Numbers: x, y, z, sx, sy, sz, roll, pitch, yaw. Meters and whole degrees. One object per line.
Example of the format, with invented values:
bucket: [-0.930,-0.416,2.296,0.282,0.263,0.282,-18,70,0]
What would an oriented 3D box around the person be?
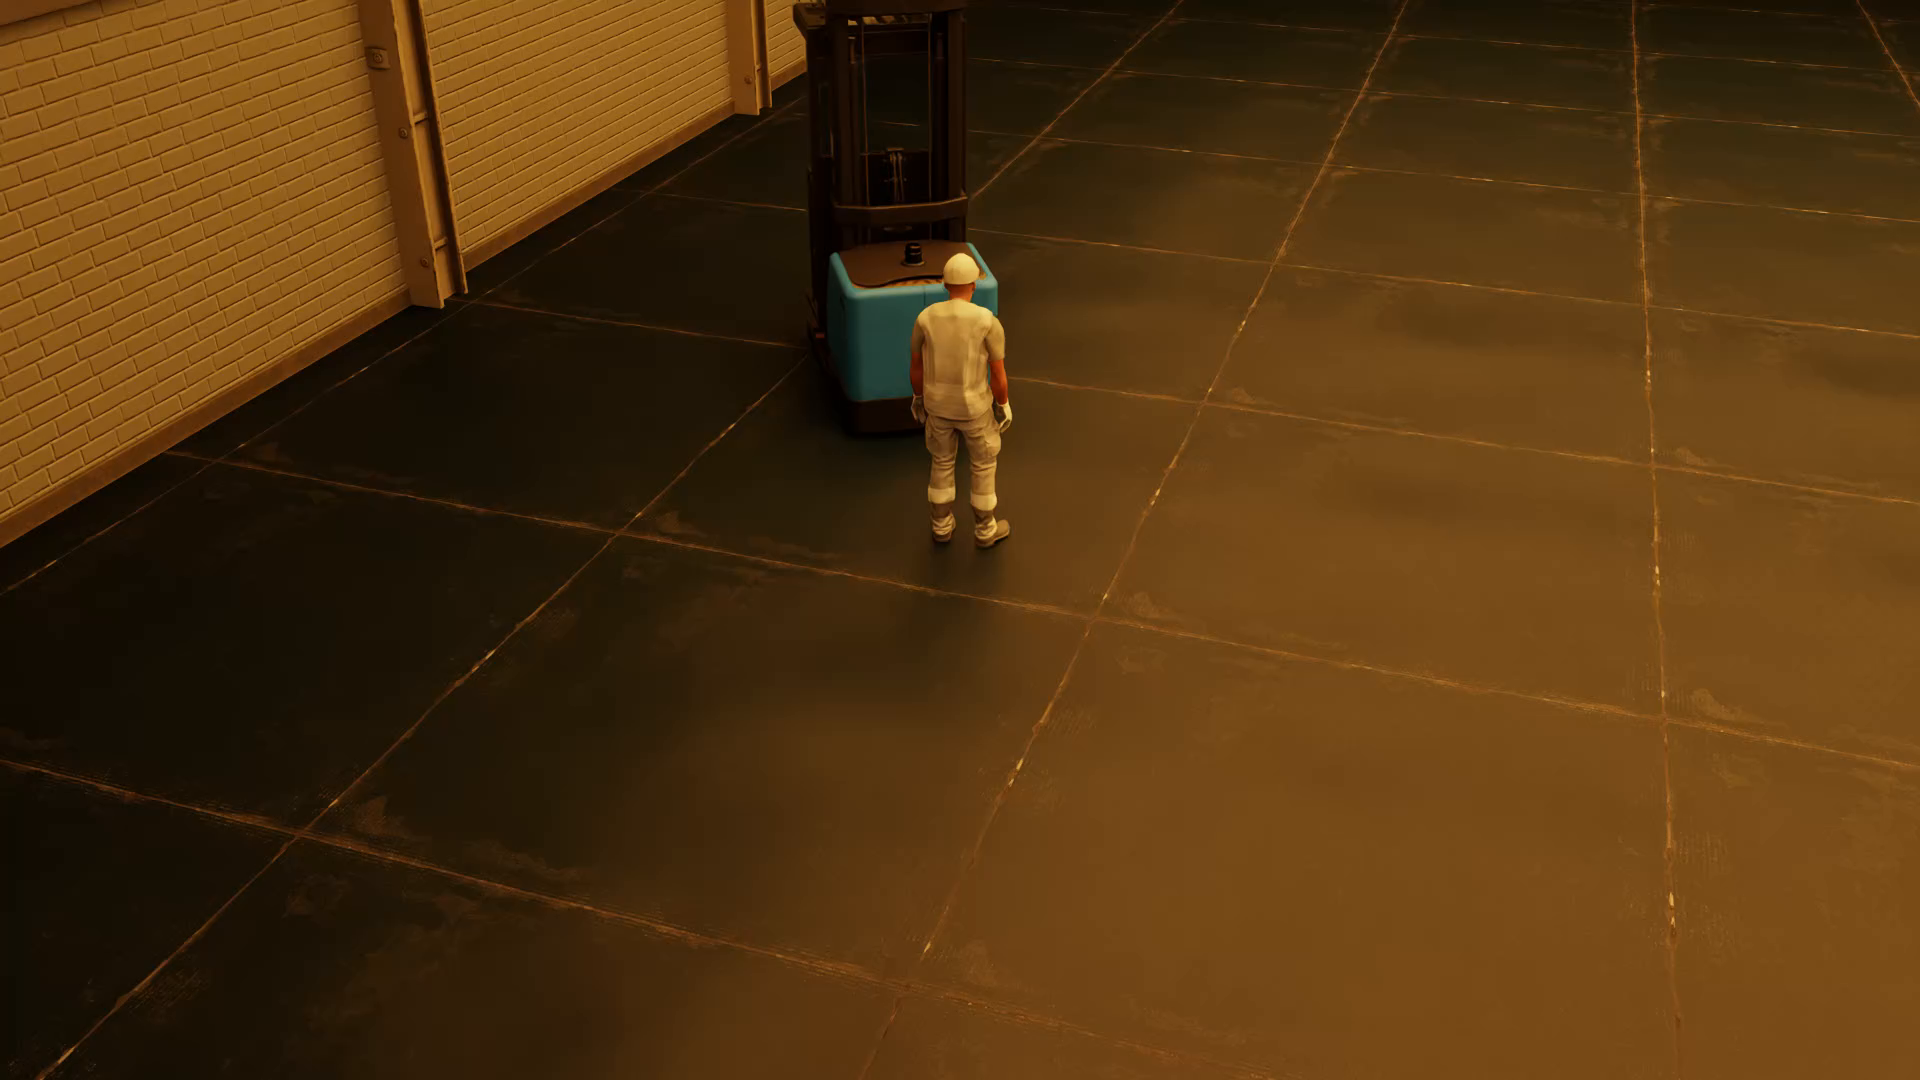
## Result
person: [0.007,-0.793,9.696,0.608,1.778,0.450,9,31,15]

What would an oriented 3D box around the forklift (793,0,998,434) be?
forklift: [-0.551,-2.706,11.883,1.130,2.935,3.031,-6,30,-11]
